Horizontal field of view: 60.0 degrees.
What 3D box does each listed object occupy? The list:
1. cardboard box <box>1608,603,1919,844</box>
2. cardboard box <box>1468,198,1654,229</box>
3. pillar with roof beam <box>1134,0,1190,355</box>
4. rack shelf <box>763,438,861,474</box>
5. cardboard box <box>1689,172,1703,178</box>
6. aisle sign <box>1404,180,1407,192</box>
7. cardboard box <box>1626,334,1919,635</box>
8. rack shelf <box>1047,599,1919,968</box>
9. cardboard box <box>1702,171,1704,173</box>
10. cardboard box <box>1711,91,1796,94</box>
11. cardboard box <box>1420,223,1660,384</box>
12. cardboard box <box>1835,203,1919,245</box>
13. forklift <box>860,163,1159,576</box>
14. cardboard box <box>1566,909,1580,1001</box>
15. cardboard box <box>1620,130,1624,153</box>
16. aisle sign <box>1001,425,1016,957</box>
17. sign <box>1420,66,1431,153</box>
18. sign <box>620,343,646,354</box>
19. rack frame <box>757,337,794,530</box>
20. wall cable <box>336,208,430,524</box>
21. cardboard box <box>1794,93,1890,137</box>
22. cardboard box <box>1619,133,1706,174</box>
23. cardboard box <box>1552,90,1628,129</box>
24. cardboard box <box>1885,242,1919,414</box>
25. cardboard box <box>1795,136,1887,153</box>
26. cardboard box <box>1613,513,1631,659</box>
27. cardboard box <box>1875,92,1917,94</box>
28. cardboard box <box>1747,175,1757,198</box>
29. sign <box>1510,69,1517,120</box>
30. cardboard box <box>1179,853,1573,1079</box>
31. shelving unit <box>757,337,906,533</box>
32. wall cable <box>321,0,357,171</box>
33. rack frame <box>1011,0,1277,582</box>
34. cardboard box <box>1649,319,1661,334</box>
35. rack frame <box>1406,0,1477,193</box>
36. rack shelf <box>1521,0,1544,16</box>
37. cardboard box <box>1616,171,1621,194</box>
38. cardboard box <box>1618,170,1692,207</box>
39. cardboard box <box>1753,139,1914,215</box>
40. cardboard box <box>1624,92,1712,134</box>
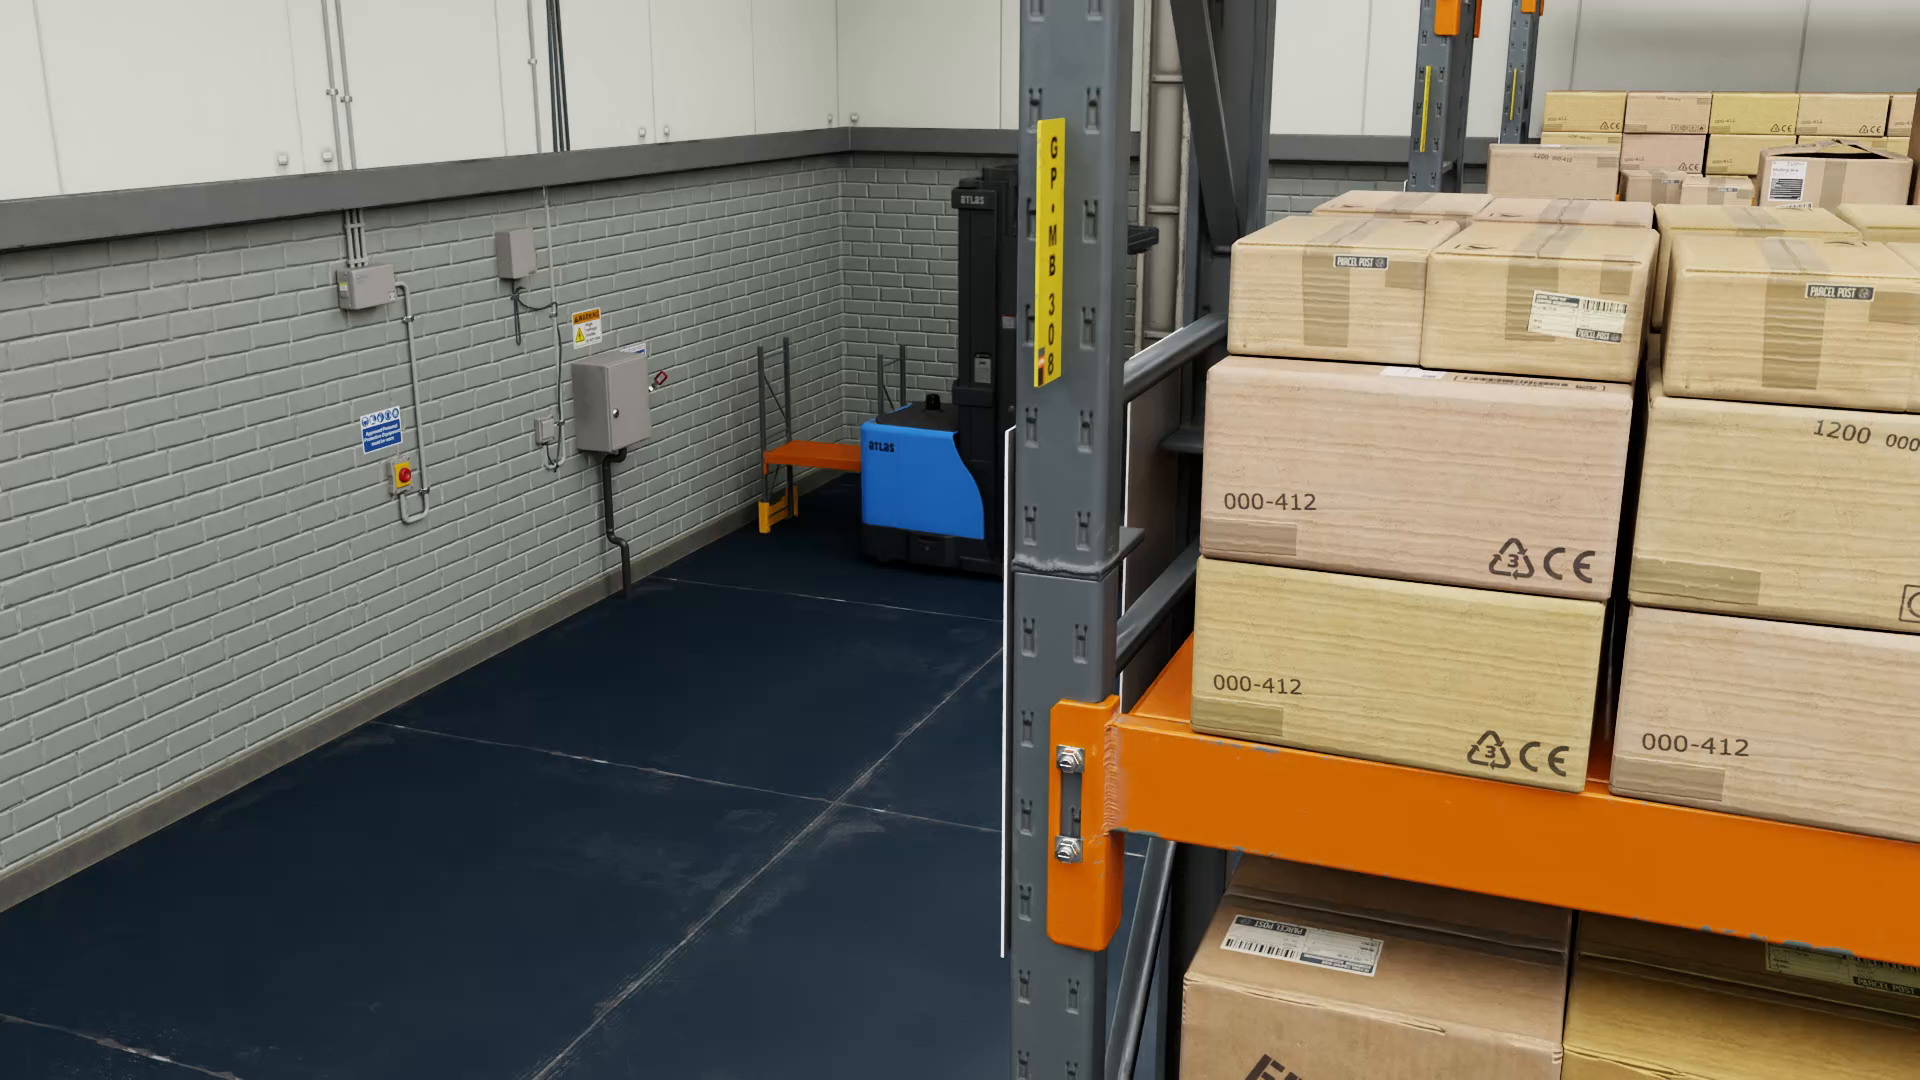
[{"bbox_3d":[1.124,0.159,2.134,0.500,0.250,0.500,7,18,22],"label":"cardboard box"},{"bbox_3d":[0.931,-0.437,2.575,0.250,0.149,0.380,7,17,21],"label":"cardboard box"},{"bbox_3d":[0.095,-3.496,9.074,0.400,9.000,9.100,6,17,21],"label":"pillar with roof beam"},{"bbox_3d":[-1.008,-0.633,13.309,1.000,0.185,0.538,6,17,19],"label":"rack shelf"},{"bbox_3d":[4.743,-2.346,10.943,0.250,0.149,0.380,7,17,22],"label":"cardboard box"},{"bbox_3d":[1.861,-1.114,6.969,0.004,0.787,0.394,6,17,21],"label":"aisle sign"},{"bbox_3d":[1.111,-0.083,2.070,0.500,0.250,0.500,6,17,20],"label":"cardboard box"},{"bbox_3d":[2.173,0.470,2.085,4.000,0.370,1.077,6,17,21],"label":"rack shelf"},{"bbox_3d":[4.958,-2.486,11.426,0.250,0.149,0.380,6,17,19],"label":"cardboard box"},{"bbox_3d":[5.335,-2.896,11.229,0.500,0.250,0.500,6,17,21],"label":"cardboard box"},{"bbox_3d":[0.761,-0.317,2.161,0.250,0.149,0.380,7,18,23],"label":"cardboard box"},{"bbox_3d":[1.447,-0.406,2.470,0.250,0.149,0.380,7,17,22],"label":"cardboard box"},{"bbox_3d":[0.801,-1.185,11.998,3.031,2.935,1.130,8,18,25],"label":"forklift"},{"bbox_3d":[0.829,0.672,2.973,0.500,0.500,0.500,6,17,19],"label":"cardboard box"},{"bbox_3d":[4.366,-2.758,11.648,0.500,0.250,0.500,6,17,20],"label":"cardboard box"},{"bbox_3d":[0.134,0.182,2.503,0.004,0.787,0.394,6,17,21],"label":"aisle sign"},{"bbox_3d":[1.825,-1.689,6.520,0.005,0.325,0.100,6,17,21],"label":"sign"},{"bbox_3d":[-2.324,-1.138,11.884,0.001,0.494,0.329,6,17,21],"label":"sign"},{"bbox_3d":[-1.485,-0.855,13.428,0.032,1.500,0.500,6,17,19],"label":"rack frame"},{"bbox_3d":[-3.219,-1.007,9.385,0.123,1.953,0.585,6,17,21],"label":"wall cable"},{"bbox_3d":[5.589,-2.708,10.580,0.500,0.250,0.500,7,18,22],"label":"cardboard box"},{"bbox_3d":[4.645,-2.570,11.001,0.500,0.250,0.500,7,17,22],"label":"cardboard box"},{"bbox_3d":[4.368,-3.000,11.585,0.500,0.250,0.500,6,17,19],"label":"cardboard box"},{"bbox_3d":[1.212,-0.245,1.914,0.250,0.149,0.380,7,17,21],"label":"cardboard box"},{"bbox_3d":[5.606,-2.467,10.648,0.500,0.250,0.500,6,17,20],"label":"cardboard box"},{"bbox_3d":[1.310,0.020,2.613,0.500,0.250,0.500,6,17,21],"label":"cardboard box"},{"bbox_3d":[6.257,-2.789,10.859,0.500,0.250,0.500,6,17,20],"label":"cardboard box"},{"bbox_3d":[5.243,-2.311,10.825,0.250,0.149,0.380,6,17,20],"label":"cardboard box"},{"bbox_3d":[3.653,-2.941,10.976,0.005,0.325,0.100,6,17,21],"label":"sign"},{"bbox_3d":[0.633,0.804,2.517,0.500,0.500,0.500,6,17,20],"label":"cardboard box"},{"bbox_3d":[-1.017,-0.807,13.262,1.083,1.500,0.587,6,17,19],"label":"shelving unit"},{"bbox_3d":[-3.360,-3.324,8.481,0.029,3.000,0.463,6,17,21],"label":"wall cable"},{"bbox_3d":[0.312,-1.521,2.271,0.127,3.000,1.000,6,17,21],"label":"rack frame"},{"bbox_3d":[1.310,-0.215,2.526,0.500,0.250,0.500,6,17,19],"label":"cardboard box"},{"bbox_3d":[2.035,-2.815,6.729,0.127,3.000,1.000,6,17,21],"label":"rack frame"},{"bbox_3d":[5.713,-3.551,10.560,4.000,0.370,1.077,6,17,21],"label":"rack shelf"},{"bbox_3d":[4.317,-2.428,11.229,0.250,0.149,0.380,7,17,22],"label":"cardboard box"},{"bbox_3d":[2.906,-1.458,6.955,0.250,0.149,0.380,5,17,16],"label":"cardboard box"},{"bbox_3d":[3.409,-1.415,6.515,0.500,0.311,0.500,7,17,22],"label":"cardboard box"},{"bbox_3d":[4.639,-2.805,10.916,0.500,0.250,0.500,6,17,20],"label":"cardboard box"}]
